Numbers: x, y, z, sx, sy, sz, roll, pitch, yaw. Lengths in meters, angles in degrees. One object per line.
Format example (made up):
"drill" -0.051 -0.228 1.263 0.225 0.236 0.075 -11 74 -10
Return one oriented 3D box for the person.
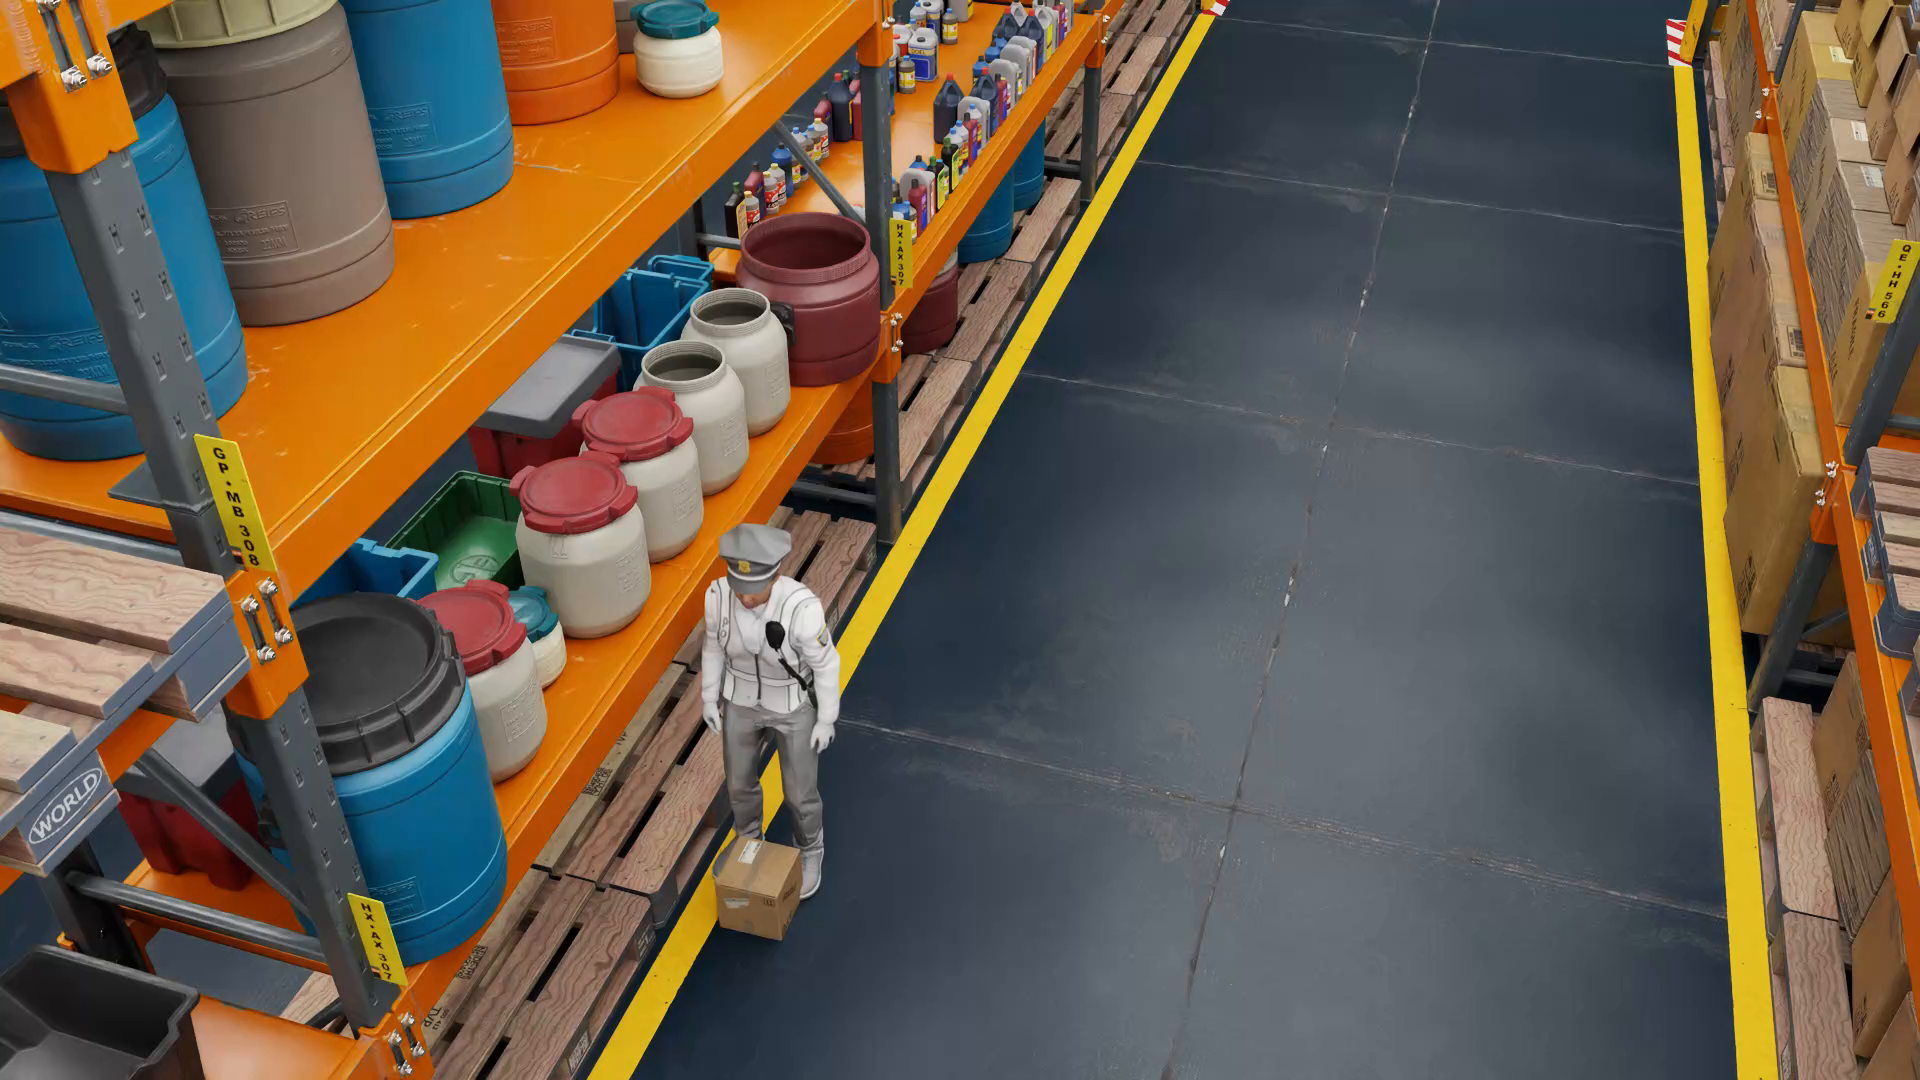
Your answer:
"person" -0.693 0.618 6.075 0.525 1.662 0.374 9 38 12
